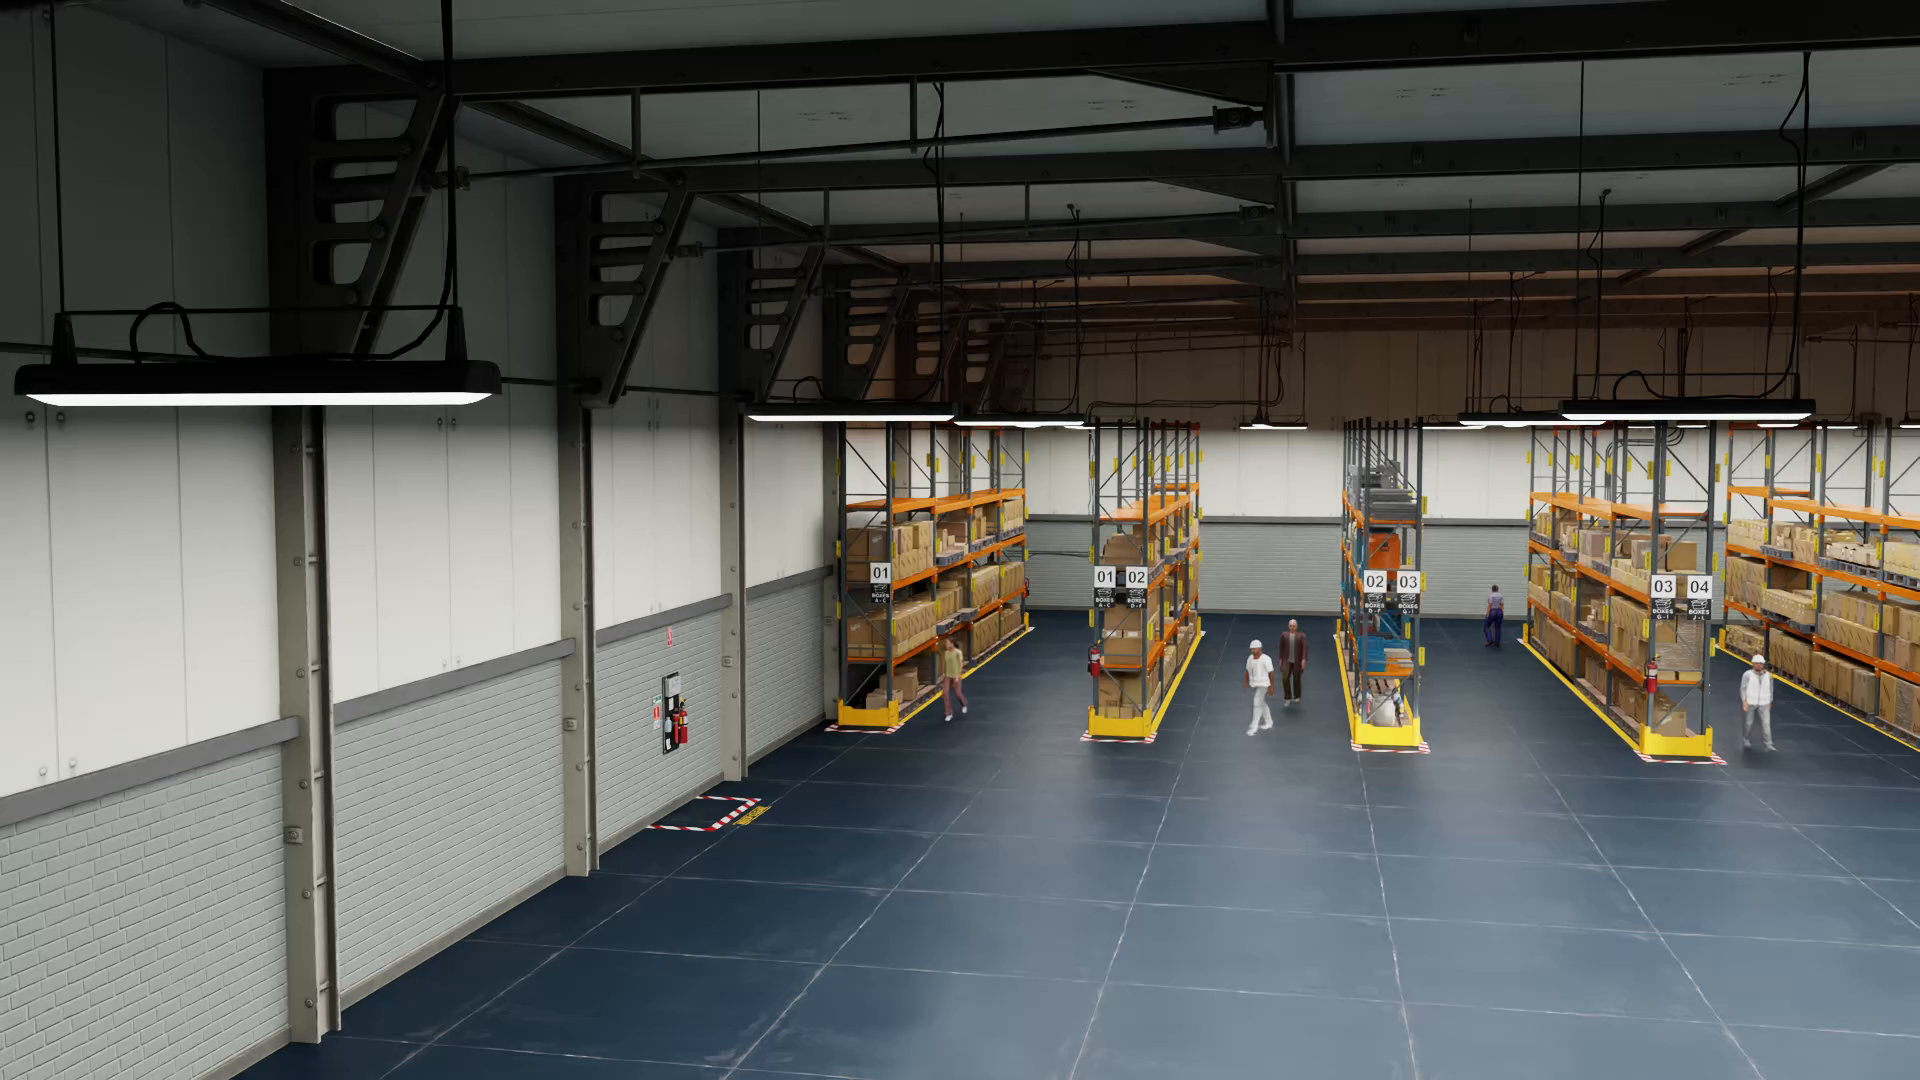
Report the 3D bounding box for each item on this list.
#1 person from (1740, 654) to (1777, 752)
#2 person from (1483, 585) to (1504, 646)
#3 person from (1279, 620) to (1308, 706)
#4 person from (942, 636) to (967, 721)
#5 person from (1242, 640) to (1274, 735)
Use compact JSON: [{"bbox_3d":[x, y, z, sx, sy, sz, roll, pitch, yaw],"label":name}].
[{"bbox_3d":[14.262,2.913,29.724,0.574,1.716,1.043,1,4,15],"label":"person"},{"bbox_3d":[14.292,2.039,44.485,0.525,1.695,0.381,-1,4,-15],"label":"person"},{"bbox_3d":[7.004,2.591,34.954,0.631,1.845,0.595,2,4,22],"label":"person"},{"bbox_3d":[-0.130,2.747,33.204,0.472,1.649,0.754,2,4,29],"label":"person"},{"bbox_3d":[5.665,2.781,31.719,0.868,1.742,0.594,-2,4,-29],"label":"person"}]
